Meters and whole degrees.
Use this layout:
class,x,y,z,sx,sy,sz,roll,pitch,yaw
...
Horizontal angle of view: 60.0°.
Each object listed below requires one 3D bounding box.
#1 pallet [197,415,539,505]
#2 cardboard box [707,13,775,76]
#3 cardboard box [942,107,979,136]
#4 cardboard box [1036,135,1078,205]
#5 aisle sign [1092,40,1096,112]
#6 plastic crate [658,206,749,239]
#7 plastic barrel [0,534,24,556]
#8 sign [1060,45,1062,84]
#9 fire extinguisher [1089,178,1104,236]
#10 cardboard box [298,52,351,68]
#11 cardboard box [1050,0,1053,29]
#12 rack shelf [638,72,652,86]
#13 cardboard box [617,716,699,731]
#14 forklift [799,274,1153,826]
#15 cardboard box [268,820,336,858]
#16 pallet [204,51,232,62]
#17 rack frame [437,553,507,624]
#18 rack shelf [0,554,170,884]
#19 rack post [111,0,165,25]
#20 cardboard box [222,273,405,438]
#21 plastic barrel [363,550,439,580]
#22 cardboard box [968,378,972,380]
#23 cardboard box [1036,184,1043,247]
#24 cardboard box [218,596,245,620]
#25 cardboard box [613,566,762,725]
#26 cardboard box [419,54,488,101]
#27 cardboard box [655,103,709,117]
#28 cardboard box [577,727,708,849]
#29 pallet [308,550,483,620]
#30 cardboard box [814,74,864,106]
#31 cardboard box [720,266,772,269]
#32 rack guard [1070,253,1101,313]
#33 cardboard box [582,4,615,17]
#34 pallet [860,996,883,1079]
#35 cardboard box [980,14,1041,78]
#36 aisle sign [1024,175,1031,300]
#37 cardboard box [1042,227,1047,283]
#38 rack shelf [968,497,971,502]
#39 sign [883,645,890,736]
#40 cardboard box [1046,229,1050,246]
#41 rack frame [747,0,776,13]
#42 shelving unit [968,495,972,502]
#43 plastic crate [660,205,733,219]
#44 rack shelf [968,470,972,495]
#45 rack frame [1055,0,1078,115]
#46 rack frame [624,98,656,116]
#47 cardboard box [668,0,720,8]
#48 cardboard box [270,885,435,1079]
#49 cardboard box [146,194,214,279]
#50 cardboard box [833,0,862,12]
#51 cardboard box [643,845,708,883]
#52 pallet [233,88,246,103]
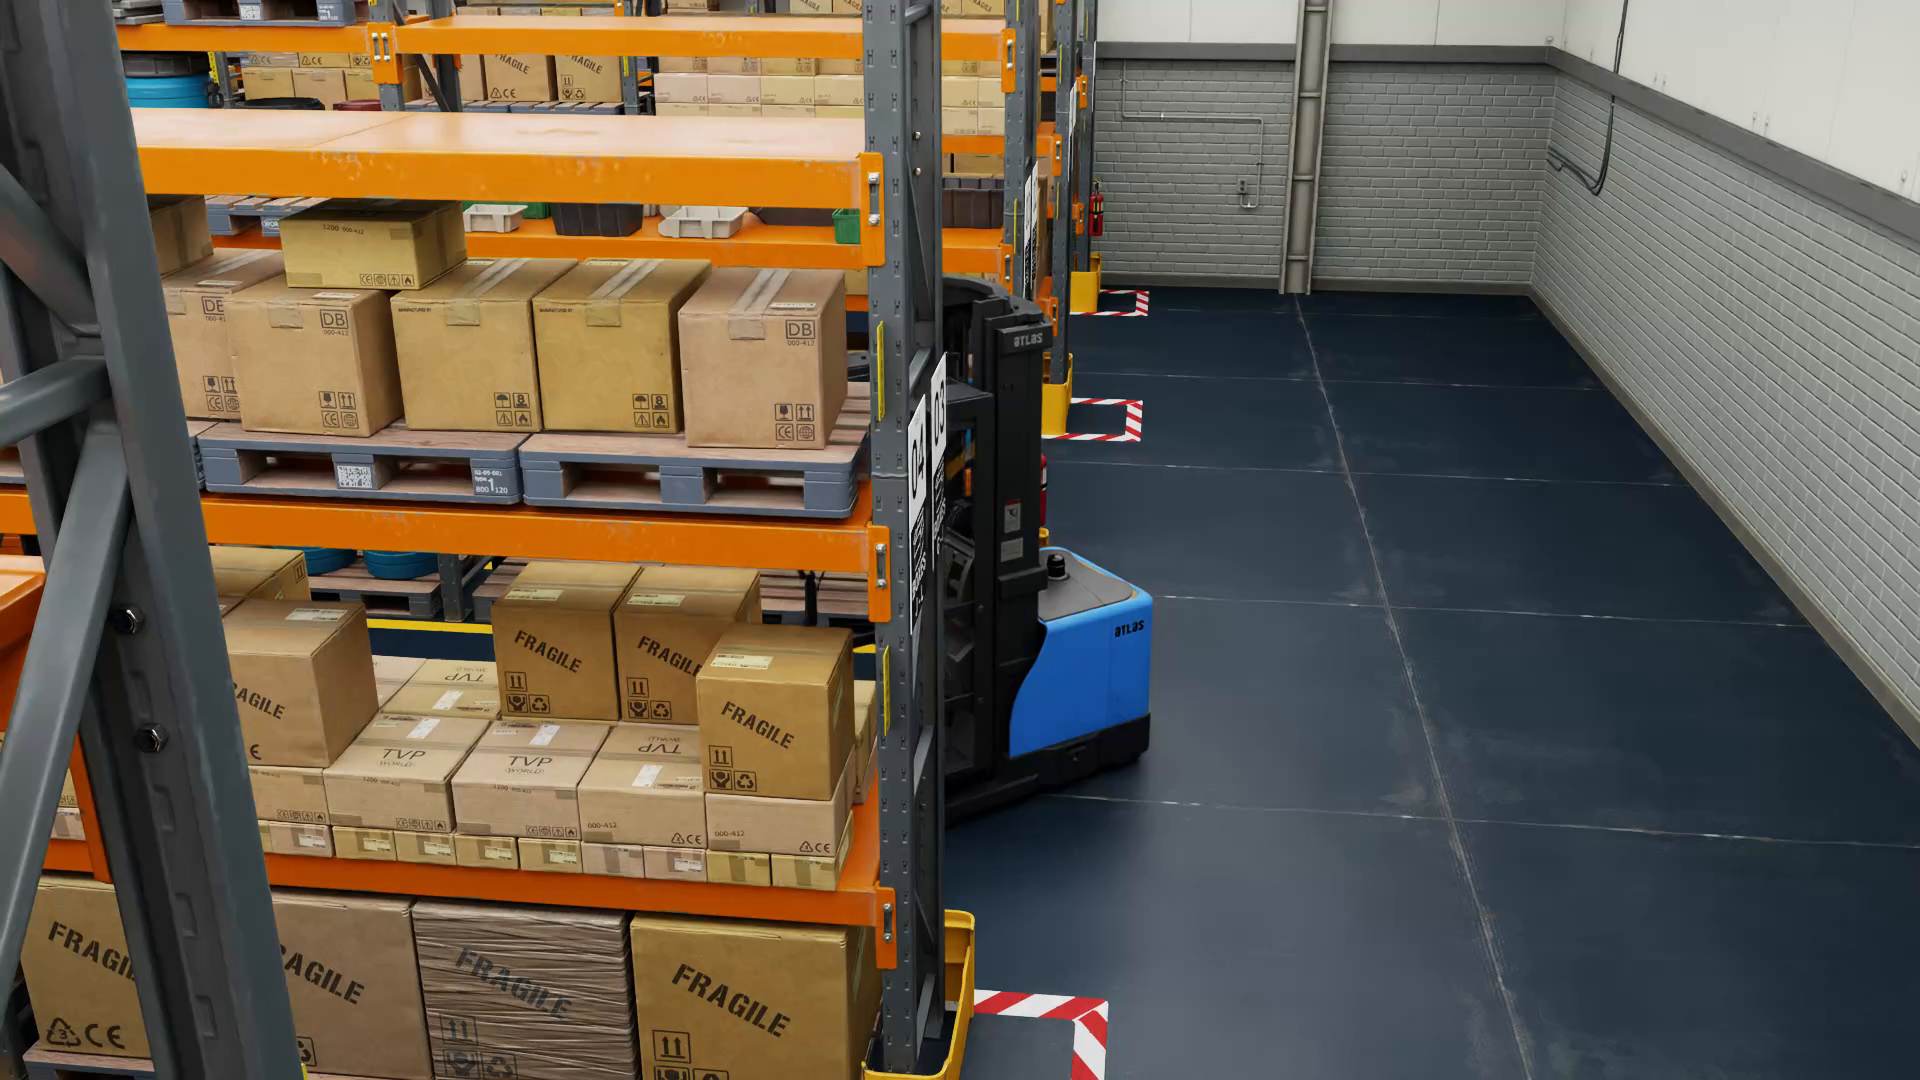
class,x,y,z,sx,sy,sz,roll,pitch,yaw
pallet,-2.142,-0.433,6.496,1.213,0.211,1.003,2,22,6
cardboard box,-2.025,-4.615,15.457,0.500,0.500,0.700,2,22,6
cardboard box,-0.056,-3.893,15.330,0.500,0.250,0.500,2,22,6
cardboard box,1.052,-4.583,20.543,0.700,0.700,0.980,3,22,9
aisle sign,1.596,-5.521,19.789,0.004,0.787,0.394,2,22,6
plastic crate,-1.688,-2.079,10.897,0.530,0.136,0.437,2,22,6
plastic barrel,-7.063,-0.325,12.562,0.708,0.830,0.600,2,22,6
sign,0.895,-4.221,14.752,0.005,0.325,0.100,2,22,6
fire extinguisher,1.655,-4.040,20.192,0.183,0.674,0.296,2,22,6
cardboard box,-6.025,-4.825,15.989,0.500,0.500,0.500,2,22,6
cardboard box,0.863,-6.460,20.097,0.500,0.500,0.500,2,22,4
rack shelf,-4.399,-5.745,20.789,4.000,0.370,1.077,2,22,6
cardboard box,-1.151,0.793,7.154,0.500,0.250,0.500,2,22,6
forklift,-0.373,0.098,9.205,3.031,2.935,1.130,-13,25,-30
cardboard box,-2.620,1.135,6.832,0.250,0.149,0.380,3,22,7
pallet,-9.757,-6.186,21.182,1.003,0.211,1.213,2,22,6
rack frame,-3.579,-0.981,11.840,0.127,3.000,1.000,2,22,6
rack shelf,-2.859,0.267,1.508,4.000,0.370,1.077,2,22,6
rack post,-5.604,-3.579,10.933,0.954,0.300,0.937,5,22,12
cardboard box,-2.341,-0.744,6.319,0.500,0.500,0.700,3,22,9
plastic barrel,-4.117,-0.230,12.224,0.708,0.901,0.600,2,22,6
cardboard box,0.020,-1.487,16.376,0.250,0.166,0.380,2,22,6
cardboard box,0.506,-3.046,15.569,0.500,0.500,0.500,2,22,6
cardboard box,-3.228,0.549,6.752,0.500,0.500,0.500,2,22,6
cardboard box,-1.131,0.442,7.020,0.500,0.500,0.500,2,22,5
cardboard box,-4.808,-4.578,16.016,0.600,0.600,0.600,2,22,4
cardboard box,-2.538,-4.003,15.609,0.500,0.250,0.500,2,22,6
cardboard box,-1.205,0.986,6.666,0.500,0.250,0.500,2,22,5
pallet,-4.340,0.268,12.476,1.213,0.211,1.003,2,22,6
cardboard box,-1.050,-4.166,15.343,0.500,0.250,0.500,2,22,6
cardboard box,-2.009,-2.693,16.035,0.500,0.500,0.500,3,22,7
rack guard,1.583,-3.261,21.009,0.348,0.500,1.175,2,22,6
cardboard box,-4.324,-6.367,20.652,0.500,0.500,0.700,2,22,6
pallet,-0.993,2.292,7.356,1.213,0.211,1.003,2,22,6
cardboard box,0.468,-4.539,15.264,0.500,0.500,0.700,2,22,6
aisle sign,0.431,-1.906,10.646,0.004,0.787,0.394,2,22,6
cardboard box,0.571,-2.778,16.250,0.500,0.500,0.500,3,22,7
rack shelf,0.008,-0.303,13.319,0.200,0.077,0.258,2,22,6
sign,-0.267,0.550,6.073,0.005,0.325,0.100,2,22,6
cardboard box,1.000,-3.821,20.970,0.250,0.149,0.380,3,22,7
rack frame,-2.413,-7.388,19.887,0.127,3.000,1.000,2,22,6
shelving unit,0.008,-0.418,13.273,0.210,0.900,0.258,2,22,6
plastic crate,-1.771,-2.356,11.400,0.530,0.282,0.437,2,22,6
rack shelf,-1.593,-0.560,11.754,4.000,0.370,1.077,2,22,6
rack frame,0.980,-5.406,14.874,0.127,3.000,1.000,2,22,6
rack frame,-2.992,-2.789,16.414,0.127,3.000,1.000,2,22,6
cardboard box,-3.271,-6.678,20.418,0.500,0.250,0.500,4,22,10
cardboard box,-2.622,1.717,7.335,0.875,0.875,0.875,2,22,6
cardboard box,-3.228,-1.161,6.354,0.500,0.250,0.500,1,22,3
cardboard box,-1.227,-6.360,19.845,0.500,0.500,0.500,2,22,5
cardboard box,-1.090,1.200,6.665,0.250,0.149,0.380,3,22,6
pallet,-7.649,-4.266,16.327,1.003,0.211,1.213,3,22,9
